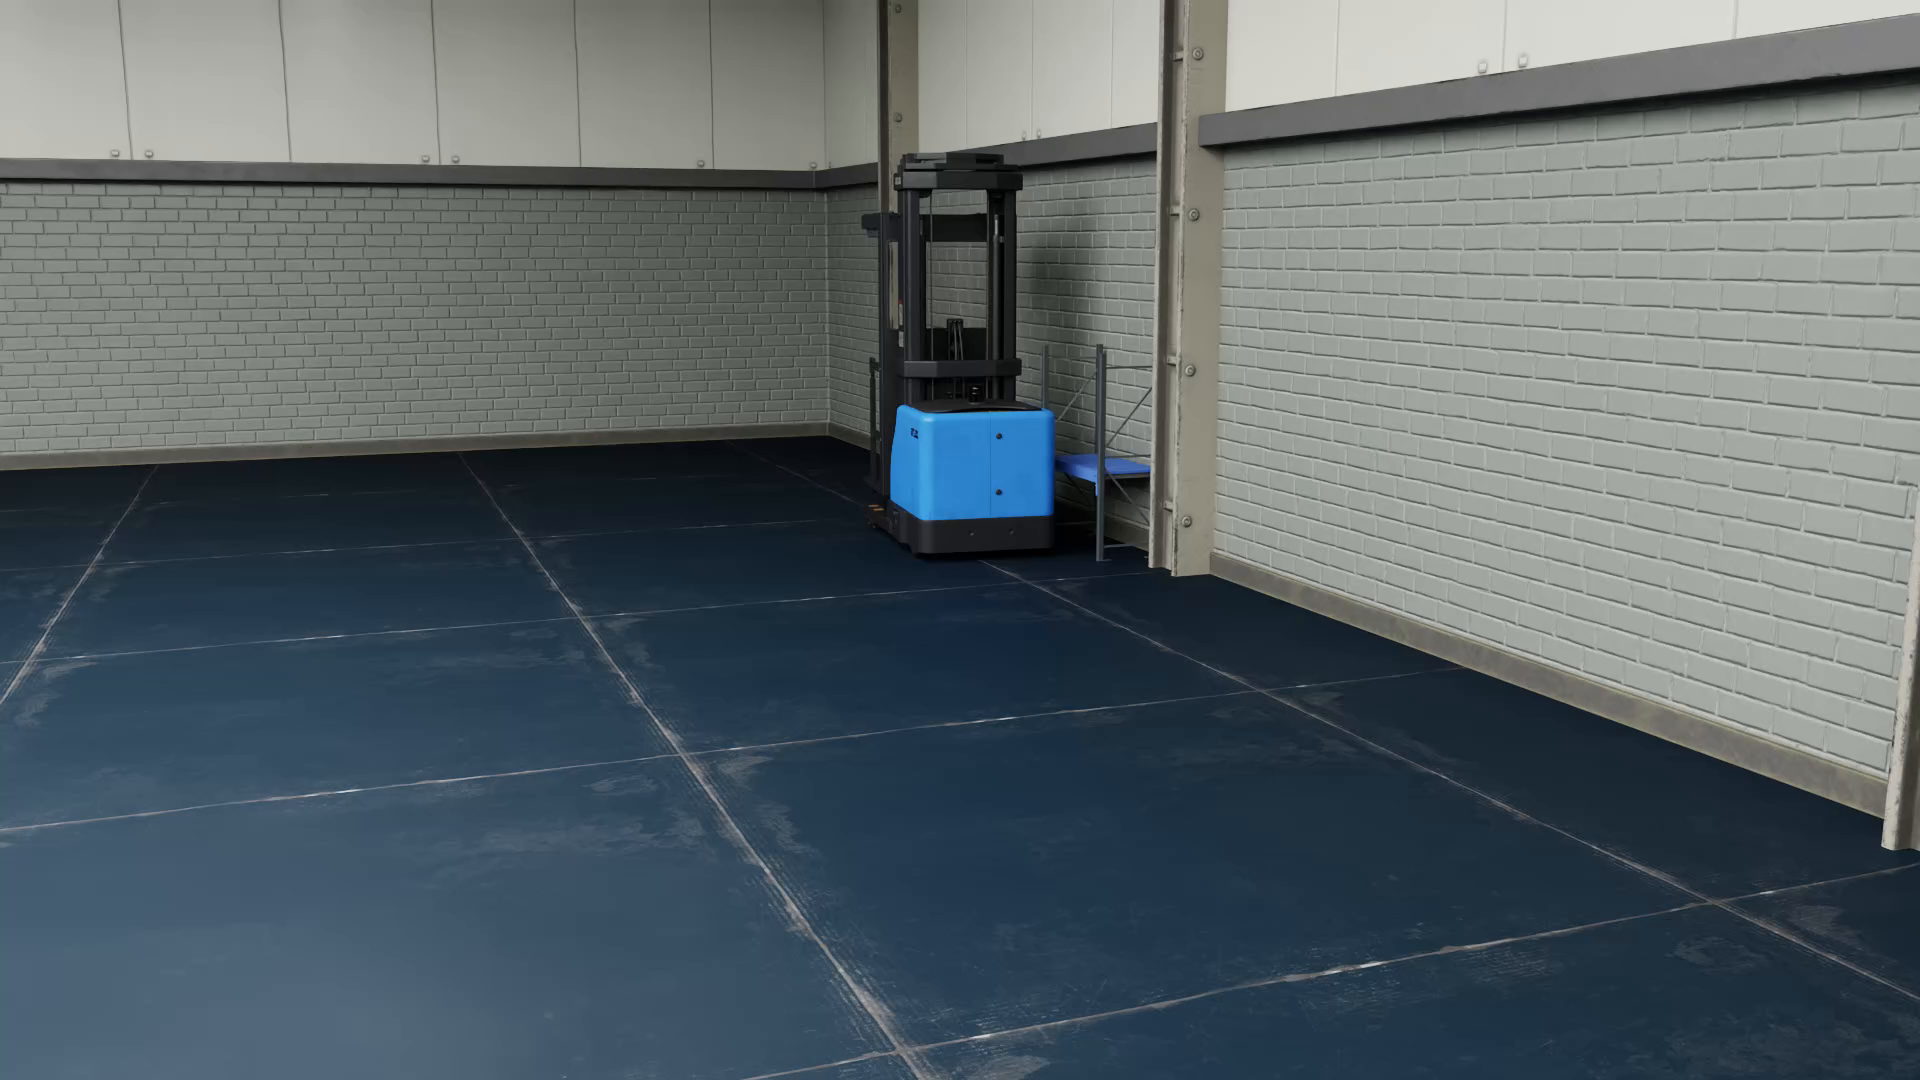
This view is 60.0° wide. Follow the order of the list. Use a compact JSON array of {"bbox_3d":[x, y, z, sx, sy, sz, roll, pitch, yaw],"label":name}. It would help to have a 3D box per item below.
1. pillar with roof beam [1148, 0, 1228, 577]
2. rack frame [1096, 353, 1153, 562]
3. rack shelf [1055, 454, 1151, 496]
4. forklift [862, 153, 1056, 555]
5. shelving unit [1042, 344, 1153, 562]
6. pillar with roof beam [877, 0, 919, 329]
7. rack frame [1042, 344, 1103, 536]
[{"bbox_3d":[-2.456,-3.946,9.409,9.100,9.000,0.400,-4,11,-21],"label":"pillar with roof beam"},{"bbox_3d":[1.227,-0.600,12.012,0.500,1.500,0.032,-4,11,-20],"label":"rack frame"},{"bbox_3d":[1.048,-0.506,12.511,0.538,0.185,1.000,-4,11,-20],"label":"rack shelf"},{"bbox_3d":[-0.159,-1.550,13.262,1.130,2.935,3.031,-3,10,-14],"label":"forklift"},{"bbox_3d":[1.048,-0.683,12.480,0.538,1.500,1.048,-4,11,-20],"label":"shelving unit"},{"bbox_3d":[-4.630,-4.925,14.915,9.100,9.000,0.400,-4,11,-21],"label":"pillar with roof beam"},{"bbox_3d":[0.869,-0.767,12.948,0.500,1.500,0.032,-4,11,-20],"label":"rack frame"}]
